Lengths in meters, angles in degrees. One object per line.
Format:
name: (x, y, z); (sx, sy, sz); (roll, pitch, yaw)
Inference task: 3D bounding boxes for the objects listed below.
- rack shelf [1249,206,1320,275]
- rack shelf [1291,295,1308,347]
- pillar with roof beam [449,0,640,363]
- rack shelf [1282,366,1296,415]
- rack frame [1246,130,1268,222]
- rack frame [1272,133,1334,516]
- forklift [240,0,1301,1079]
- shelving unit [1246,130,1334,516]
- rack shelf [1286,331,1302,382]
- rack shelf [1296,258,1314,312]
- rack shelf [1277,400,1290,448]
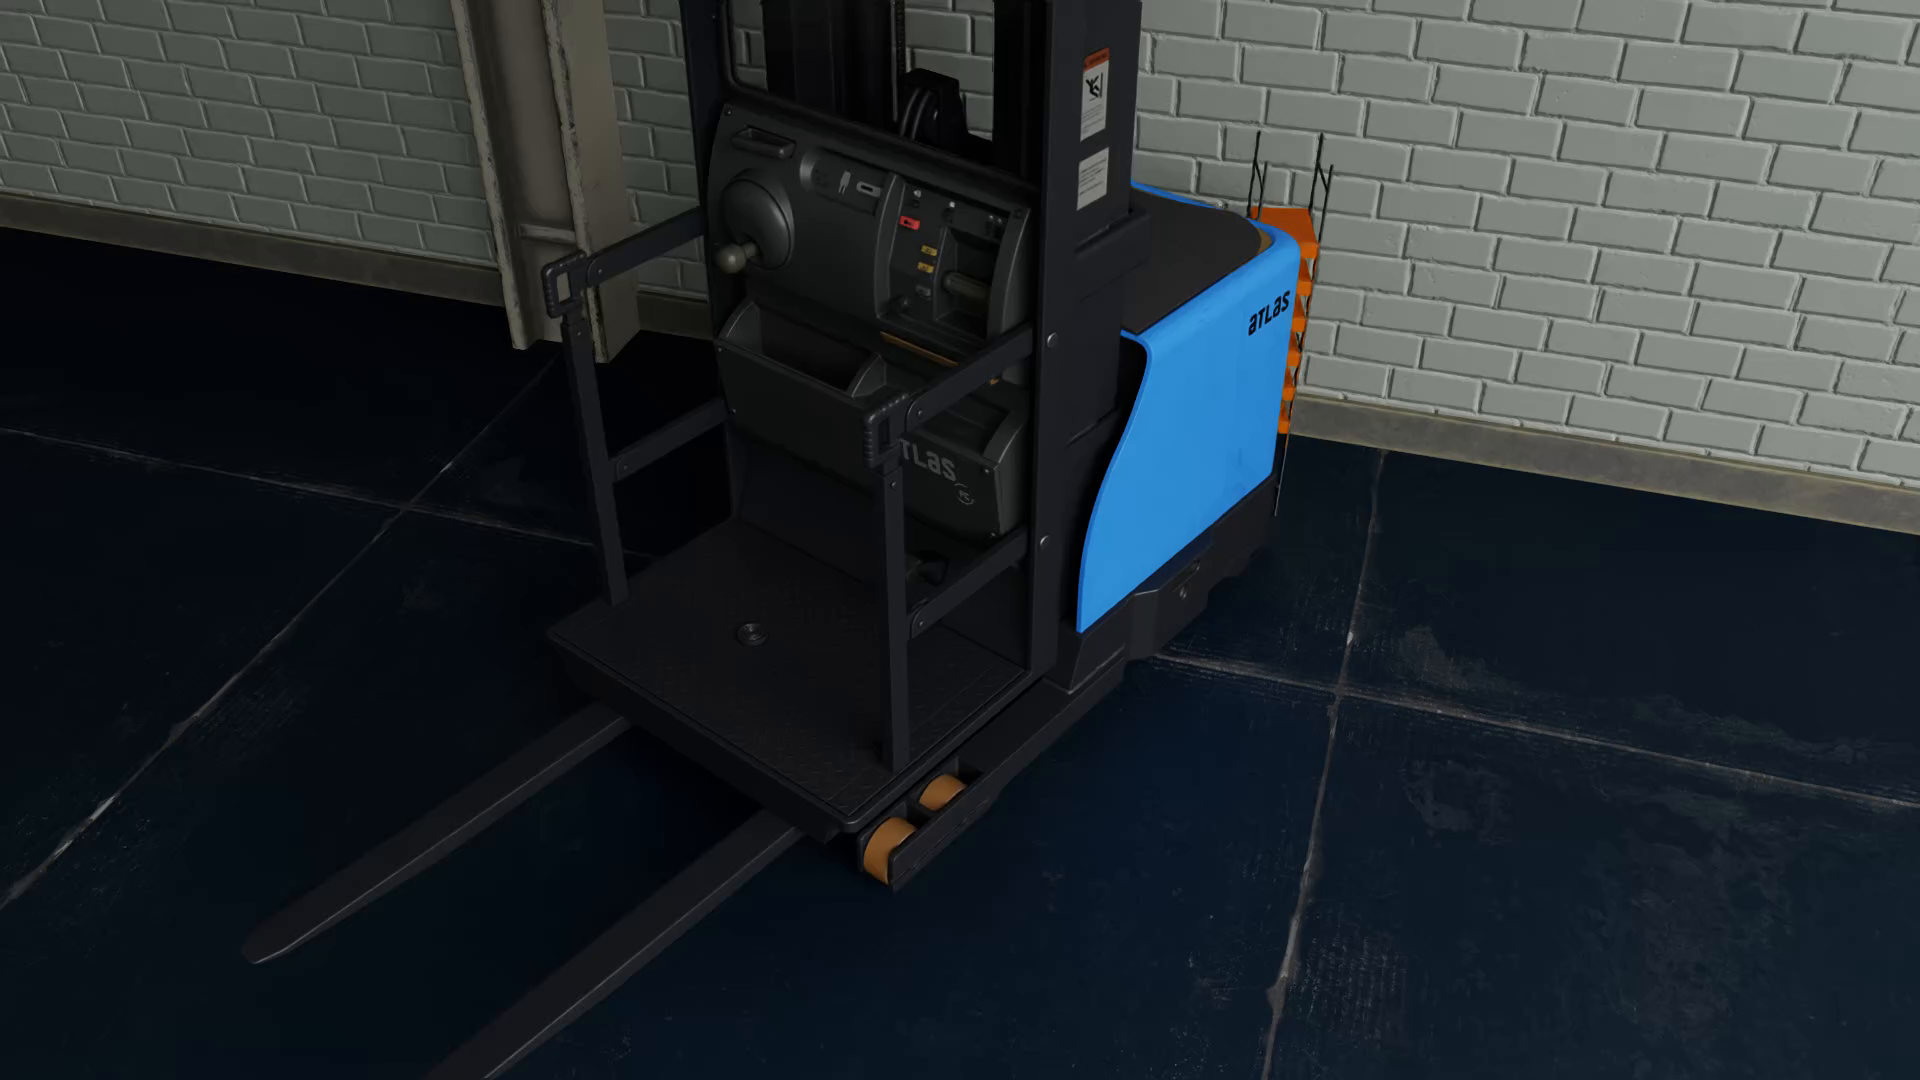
rack shelf: (0.949, -0.888, 4.909); (0.180, 0.103, 0.258); (3, 36, 1)
rack shelf: (0.943, -0.695, 5.051); (0.180, 0.103, 0.258); (3, 36, 1)
pillar with roof beam: (-2.728, -1.961, 0.323); (0.400, 9.000, 9.100); (10, 38, 14)
rack shelf: (0.938, -0.502, 5.194); (0.180, 0.103, 0.258); (3, 36, 1)
rack frame: (0.850, -0.638, 5.098); (0.006, 1.200, 0.240); (3, 36, 1)
rack frame: (1.033, -0.630, 5.094); (0.006, 1.200, 0.240); (3, 36, 1)
forklift: (-0.364, -0.667, 3.683); (1.130, 2.935, 3.031); (26, 44, 31)
shelving unit: (0.942, -0.634, 5.096); (0.189, 1.200, 0.258); (3, 36, 1)
rack shelf: (0.941, -0.599, 5.122); (0.180, 0.103, 0.258); (3, 36, 1)
rack shelf: (0.946, -0.792, 4.980); (0.180, 0.103, 0.258); (3, 36, 1)
rack shelf: (0.935, -0.405, 5.265); (0.180, 0.103, 0.258); (3, 36, 1)
